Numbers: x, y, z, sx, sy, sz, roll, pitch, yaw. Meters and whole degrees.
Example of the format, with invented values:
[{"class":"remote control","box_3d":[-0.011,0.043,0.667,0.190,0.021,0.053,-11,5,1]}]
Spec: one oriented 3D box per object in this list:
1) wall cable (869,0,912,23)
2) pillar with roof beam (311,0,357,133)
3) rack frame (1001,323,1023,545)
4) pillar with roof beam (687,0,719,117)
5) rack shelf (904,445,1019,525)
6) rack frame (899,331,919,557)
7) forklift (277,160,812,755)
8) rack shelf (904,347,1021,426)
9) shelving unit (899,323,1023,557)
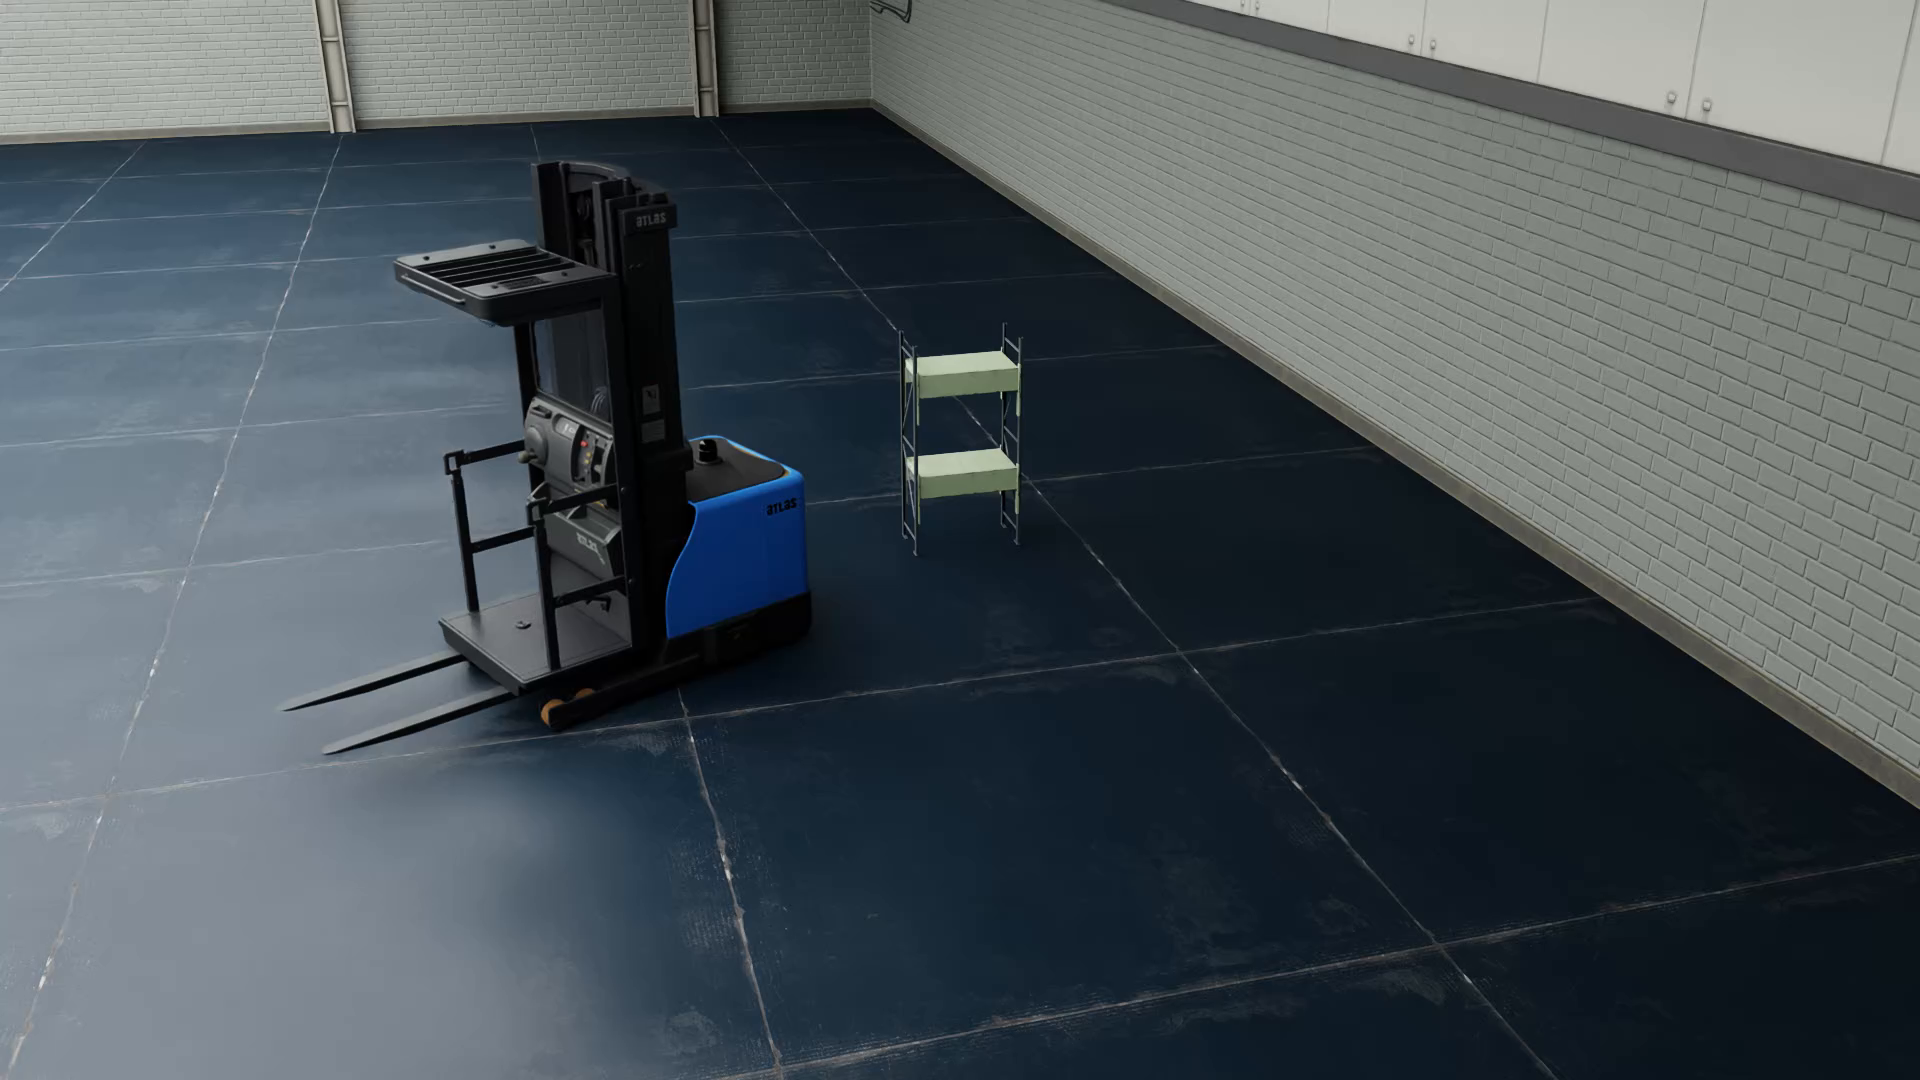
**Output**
[{"class":"wall cable","box_3d":[-1.223,-9.926,27.409,0.112,2.526,3.097,-6,24,-14]},{"class":"pillar with roof beam","box_3d":[-9.031,-9.268,21.937,0.400,9.000,9.100,-6,24,-14]},{"class":"rack frame","box_3d":[0.359,-0.729,11.547,0.023,1.500,0.400,-6,24,-14]},{"class":"pillar with roof beam","box_3d":[-3.254,-9.907,23.426,0.400,9.000,9.100,-6,24,-14]},{"class":"rack shelf","box_3d":[0.006,-0.390,11.584,0.720,0.370,0.431,-6,24,-14]},{"class":"rack frame","box_3d":[-0.346,-0.651,11.365,0.023,1.500,0.400,-6,24,-14]},{"class":"forklift","box_3d":[-2.364,-0.523,9.251,3.031,2.935,1.130,-19,30,-37]},{"class":"rack shelf","box_3d":[0.006,-1.049,11.302,0.720,0.370,0.431,-6,24,-14]},{"class":"shelving unit","box_3d":[0.006,-0.690,11.456,0.755,1.500,0.431,-6,24,-14]}]
